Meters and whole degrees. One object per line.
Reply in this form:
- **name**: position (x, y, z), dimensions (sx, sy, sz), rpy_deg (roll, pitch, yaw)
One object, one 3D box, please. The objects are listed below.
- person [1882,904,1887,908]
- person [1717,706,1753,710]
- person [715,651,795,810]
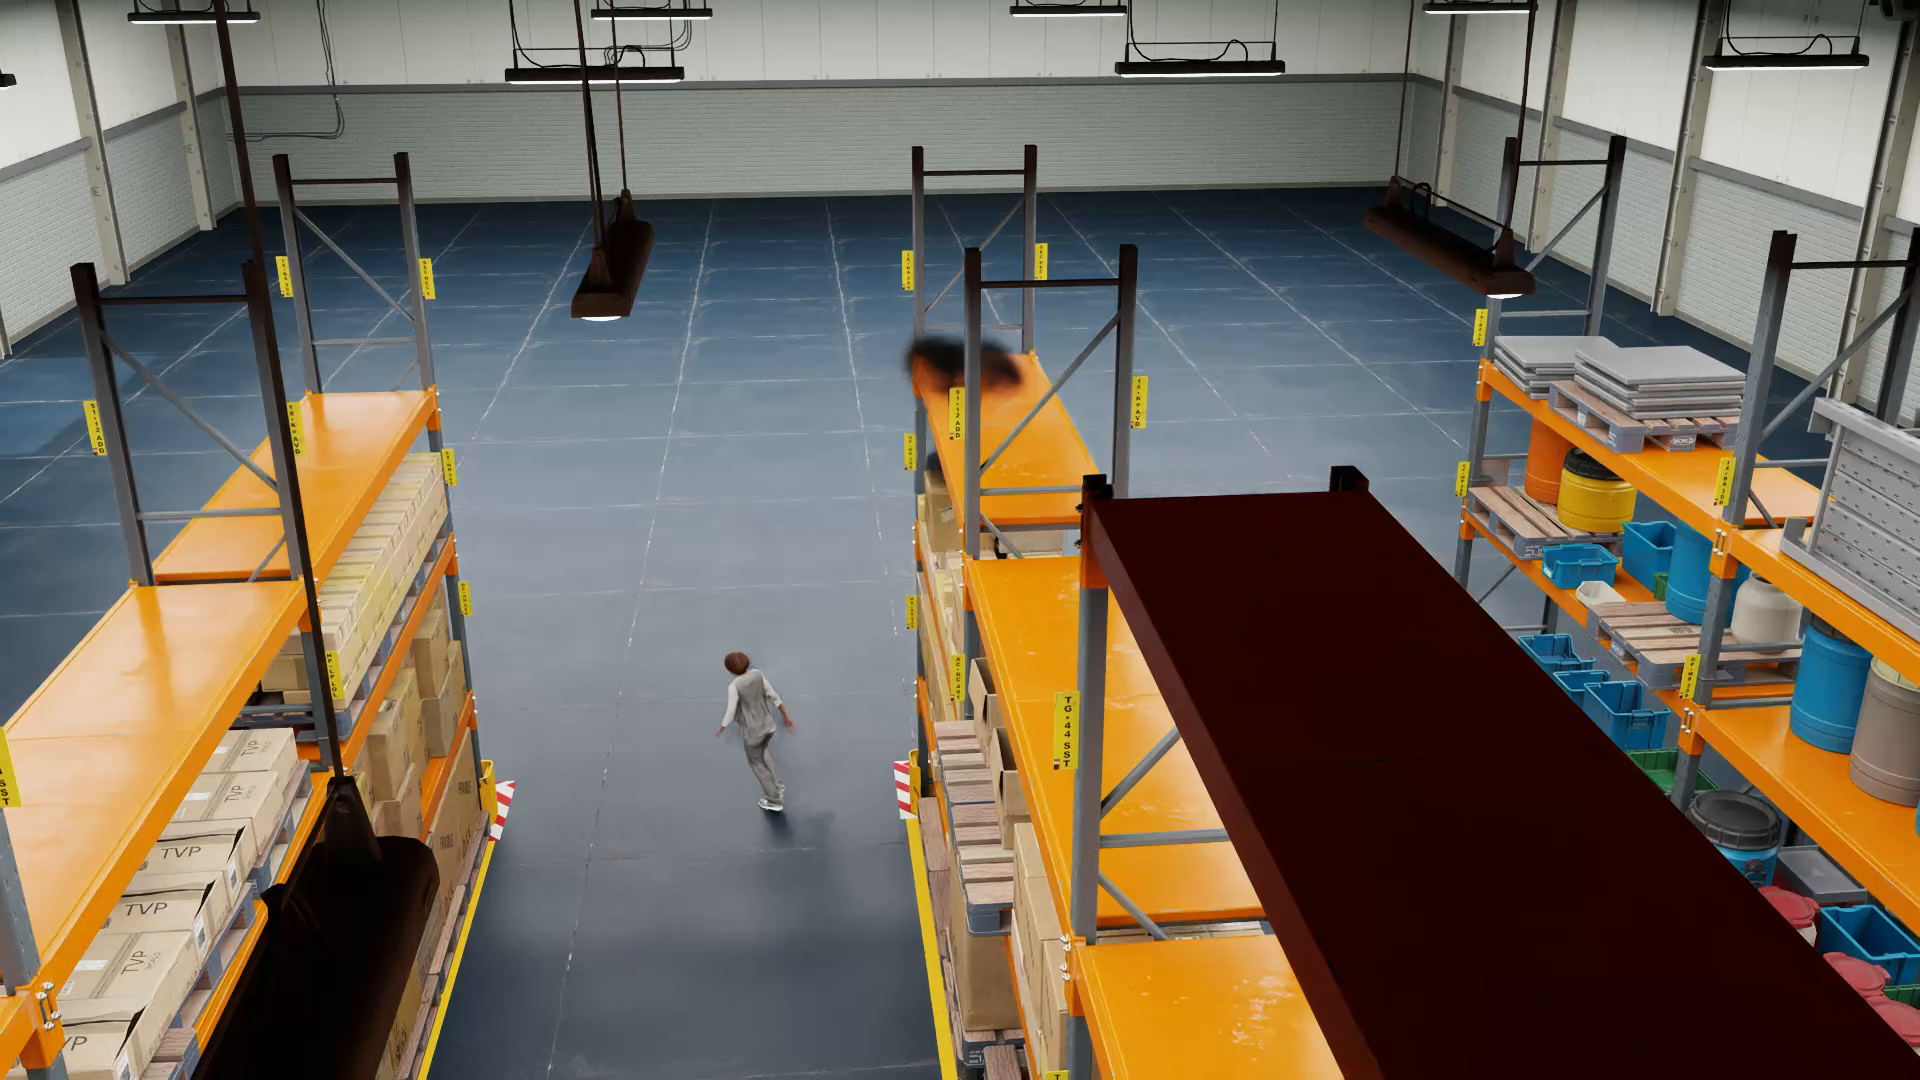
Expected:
- **person**: position (7.602, 2.238, 13.713), dimensions (0.523, 1.738, 0.821), rpy_deg (-6, 22, -15)
- **person**: position (7.577, 1.284, 16.150), dimensions (0.830, 1.659, 0.674), rpy_deg (5, 22, 12)
- **person**: position (-1.876, 1.758, 15.177), dimensions (0.588, 1.497, 0.560), rpy_deg (18, 28, 37)
